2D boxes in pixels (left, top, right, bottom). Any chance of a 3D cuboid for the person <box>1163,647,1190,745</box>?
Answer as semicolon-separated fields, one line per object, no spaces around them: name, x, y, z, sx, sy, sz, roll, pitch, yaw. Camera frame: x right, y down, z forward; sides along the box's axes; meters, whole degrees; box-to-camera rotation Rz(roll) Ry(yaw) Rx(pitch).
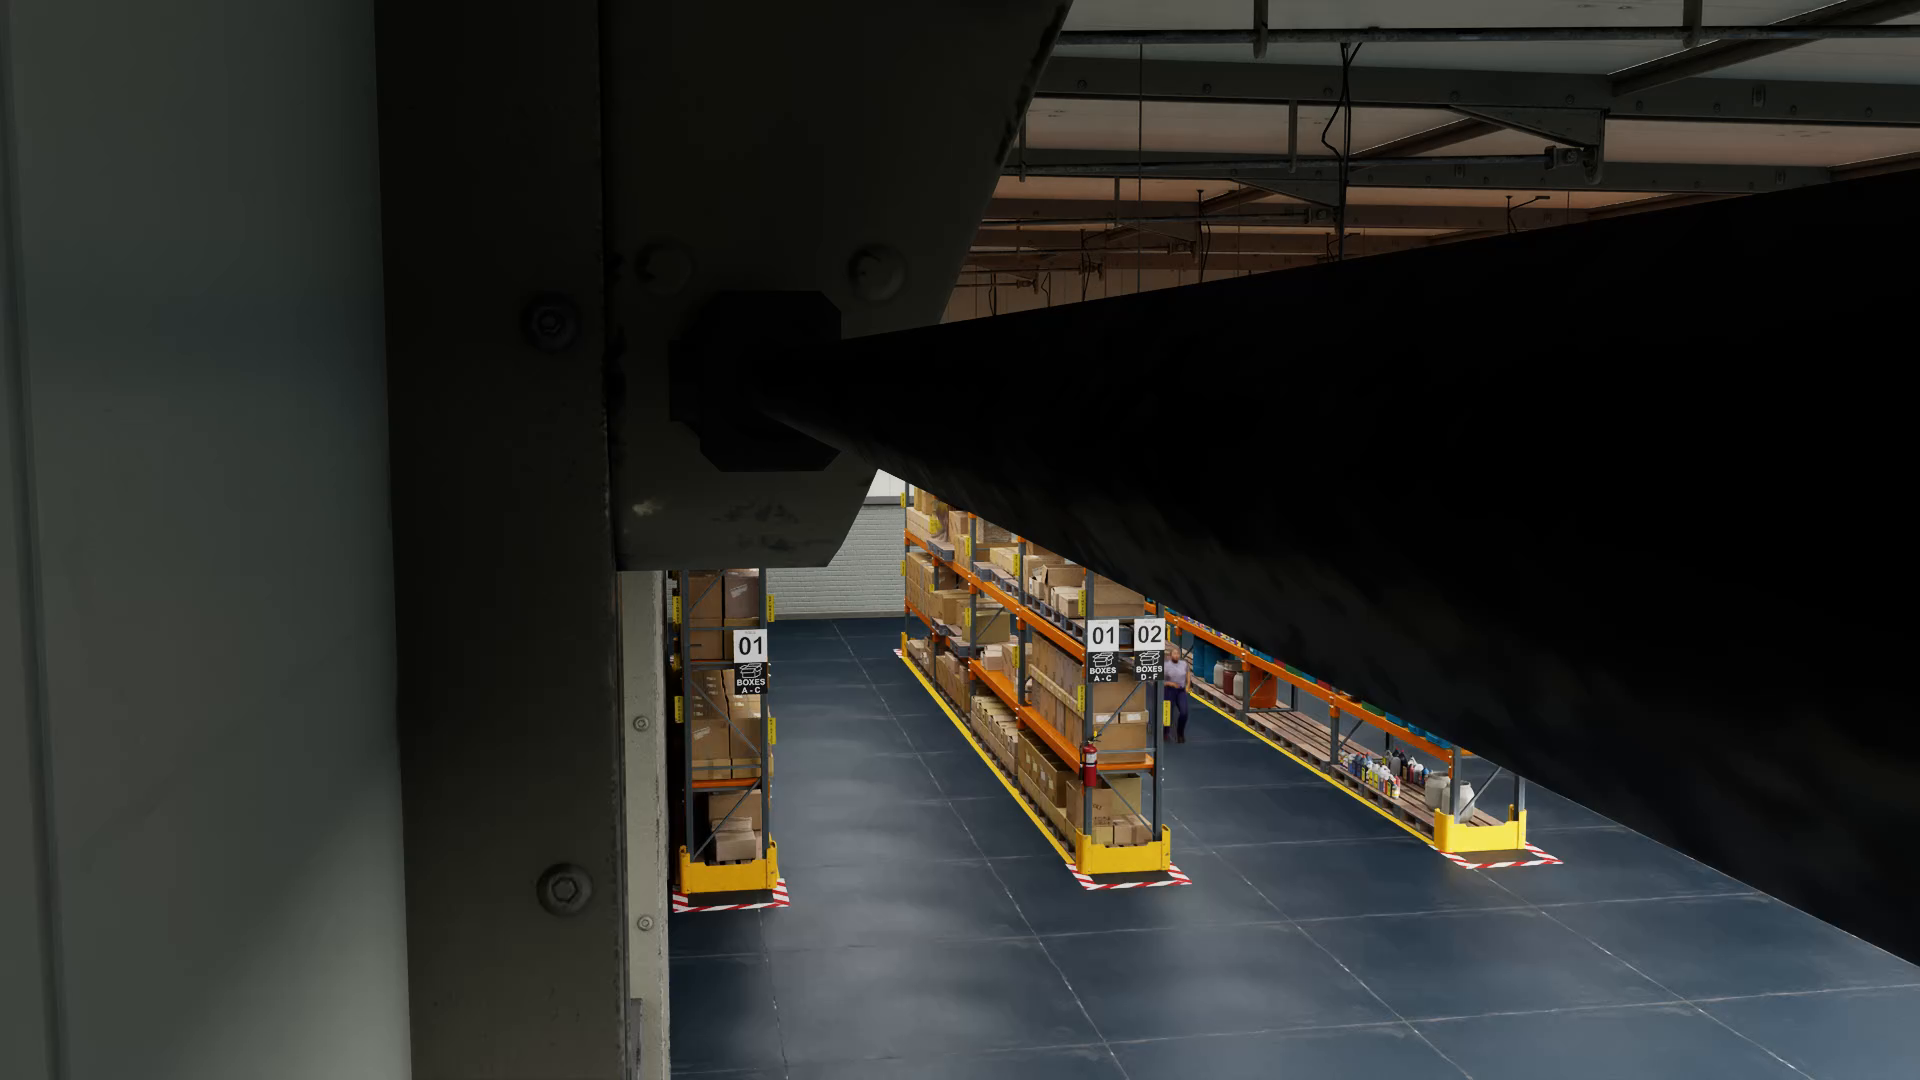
person;3.628;2.636;27.994;0.619;1.692;0.691;-1;6;-12
